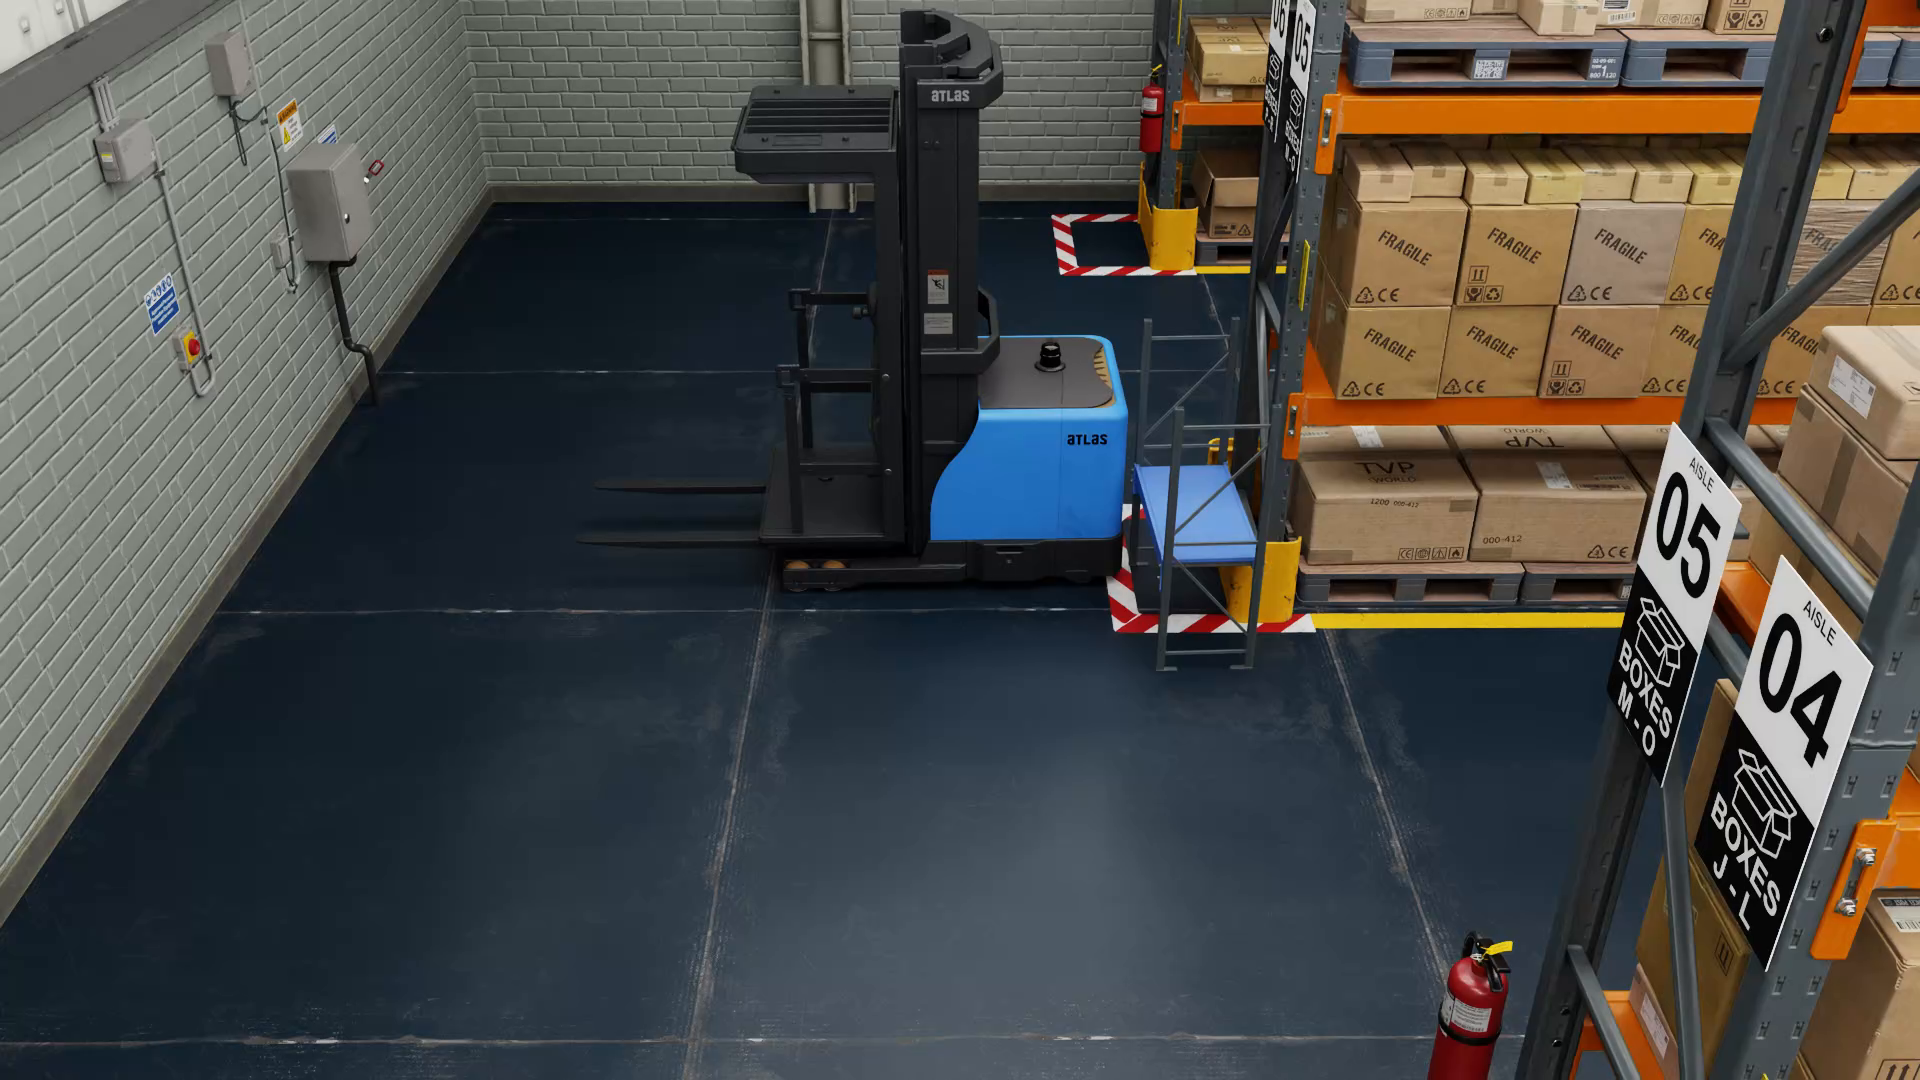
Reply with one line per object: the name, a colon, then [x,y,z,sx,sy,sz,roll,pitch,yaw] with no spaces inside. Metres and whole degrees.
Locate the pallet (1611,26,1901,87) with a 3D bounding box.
pallet: [3.602,-2.399,7.896,1.213,0.211,1.003,0,31,0]

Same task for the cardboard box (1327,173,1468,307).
cardboard box: [2.119,-1.466,8.103,0.500,0.500,0.500,-1,31,-1]

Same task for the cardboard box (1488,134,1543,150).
cardboard box: [2.758,-2.031,8.410,0.250,0.149,0.380,1,31,1]

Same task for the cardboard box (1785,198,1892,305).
cardboard box: [4.150,-1.476,8.120,0.500,0.500,0.500,0,31,0]

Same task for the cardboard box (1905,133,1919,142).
cardboard box: [4.808,-2.004,8.364,0.250,0.149,0.380,-1,31,-1]

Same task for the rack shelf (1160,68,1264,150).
rack shelf: [3.603,-3.415,13.070,4.000,0.370,1.077,0,31,0]

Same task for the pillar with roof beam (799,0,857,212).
pillar with roof beam: [-1.072,-4.507,8.393,0.400,9.000,9.100,0,31,0]

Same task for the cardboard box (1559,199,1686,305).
cardboard box: [3.150,-1.477,8.121,0.500,0.500,0.500,0,31,-1]

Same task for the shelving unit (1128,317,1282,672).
shelving unit: [1.228,-0.243,8.593,0.538,1.500,1.048,-1,31,-2]

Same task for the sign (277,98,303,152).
sign: [-4.075,-2.526,10.114,0.001,0.242,0.339,0,31,0]

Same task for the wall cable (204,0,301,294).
wall cable: [-4.022,-2.282,9.529,0.122,1.984,0.588,0,31,0]

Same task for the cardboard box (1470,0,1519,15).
cardboard box: [2.505,-2.630,7.931,0.250,0.149,0.380,-2,31,-4]

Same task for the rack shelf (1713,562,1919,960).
rack shelf: [3.768,0.444,3.817,4.000,0.370,1.077,0,31,0]

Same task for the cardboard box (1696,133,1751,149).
cardboard box: [3.797,-2.040,8.425,0.250,0.149,0.380,0,31,0]

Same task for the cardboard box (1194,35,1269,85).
cardboard box: [2.059,-3.641,12.607,0.500,0.250,0.500,0,31,0]

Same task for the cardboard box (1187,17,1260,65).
cardboard box: [2.062,-3.919,13.064,0.500,0.250,0.500,1,31,1]

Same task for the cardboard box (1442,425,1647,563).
cardboard box: [3.211,-0.287,9.286,0.875,0.438,0.875,1,31,1]

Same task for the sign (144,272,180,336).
sign: [-4.062,-1.202,8.468,0.001,0.218,0.327,0,31,0]

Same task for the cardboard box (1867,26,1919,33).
cardboard box: [4.289,-2.682,7.676,0.637,0.503,0.797,2,31,4]

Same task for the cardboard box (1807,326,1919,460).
cardboard box: [2.099,-0.330,3.678,0.250,0.149,0.380,0,31,-1]

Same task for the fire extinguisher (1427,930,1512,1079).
fire extinguisher: [1.513,1.379,4.908,0.183,0.674,0.296,0,31,0]

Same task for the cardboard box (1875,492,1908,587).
cardboard box: [2.218,0.127,3.309,0.500,0.250,0.500,0,31,0]

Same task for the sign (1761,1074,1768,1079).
sign: [1.771,1.337,3.709,0.005,0.325,0.100,0,31,0]

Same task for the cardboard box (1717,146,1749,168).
cardboard box: [3.806,-1.756,7.956,0.250,0.149,0.380,0,31,0]

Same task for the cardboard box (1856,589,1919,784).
cardboard box: [2.218,0.338,3.442,0.500,0.250,0.500,1,31,1]

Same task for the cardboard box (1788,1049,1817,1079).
cardboard box: [2.219,1.398,4.061,0.500,0.500,0.500,1,31,2]

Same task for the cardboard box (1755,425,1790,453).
cardboard box: [5.008,-0.292,9.294,0.875,0.438,0.875,-1,31,-1]

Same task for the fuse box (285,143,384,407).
fuse box: [-3.868,-1.651,10.711,0.414,1.711,0.539,0,31,0]

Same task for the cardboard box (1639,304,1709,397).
cardboard box: [3.634,-1.056,8.391,0.500,0.500,0.500,1,31,1]

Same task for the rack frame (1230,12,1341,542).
rack frame: [1.637,-1.142,8.629,0.127,3.000,1.000,0,31,0]

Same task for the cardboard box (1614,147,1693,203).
cardboard box: [3.291,-1.743,7.935,0.250,0.149,0.380,0,31,0]

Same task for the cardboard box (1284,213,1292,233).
cardboard box: [2.641,-2.611,13.394,0.250,0.149,0.380,-1,31,-2]

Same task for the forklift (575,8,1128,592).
forklift: [-0.624,-1.246,8.867,3.031,2.935,1.130,-1,31,-1]

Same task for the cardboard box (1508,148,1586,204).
cardboard box: [2.779,-1.736,7.923,0.250,0.149,0.380,-1,31,-2]

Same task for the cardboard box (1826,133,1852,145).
cardboard box: [4.293,-2.049,8.439,0.250,0.149,0.380,-1,31,-2]

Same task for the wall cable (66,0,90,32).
wall cable: [-4.049,-3.543,6.803,0.029,3.000,0.463,0,31,0]

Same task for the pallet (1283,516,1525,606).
pallet: [2.436,0.007,9.424,1.213,0.211,1.003,0,31,0]

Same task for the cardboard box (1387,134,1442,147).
cardboard box: [2.248,-2.008,8.371,0.250,0.149,0.380,0,31,1]

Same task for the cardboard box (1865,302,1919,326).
cardboard box: [4.660,-1.058,8.396,0.500,0.500,0.500,-1,31,-2]

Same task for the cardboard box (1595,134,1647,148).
cardboard box: [3.270,-2.027,8.402,0.250,0.149,0.380,1,31,1]

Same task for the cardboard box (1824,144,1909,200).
cardboard box: [4.314,-1.766,7.972,0.250,0.149,0.380,0,31,-1]

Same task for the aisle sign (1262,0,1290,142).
aisle sign: [1.563,-2.414,8.220,0.004,0.787,0.394,0,31,0]

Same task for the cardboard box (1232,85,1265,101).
cardboard box: [2.188,-3.493,12.746,0.250,0.149,0.380,1,31,1]

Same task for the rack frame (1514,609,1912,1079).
rack frame: [1.768,1.426,4.398,0.127,3.000,1.000,0,31,0]

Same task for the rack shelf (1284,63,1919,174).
rack shelf: [3.637,-2.123,8.048,4.000,0.370,1.077,0,31,0]

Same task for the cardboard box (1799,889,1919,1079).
cardboard box: [2.218,0.964,3.811,0.500,0.500,0.500,0,31,-1]

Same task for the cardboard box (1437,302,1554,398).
cardboard box: [2.624,-1.053,8.387,0.500,0.500,0.500,-1,31,-1]

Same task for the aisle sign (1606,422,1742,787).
aisle sign: [1.693,0.159,3.980,0.004,0.787,0.394,0,31,0]

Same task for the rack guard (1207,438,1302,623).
rack guard: [1.613,-0.073,9.277,0.348,0.500,1.175,0,31,0]

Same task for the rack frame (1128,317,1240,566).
rack frame: [1.204,-0.506,9.027,0.500,1.500,0.032,-1,31,-2]

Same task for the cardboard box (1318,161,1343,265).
cardboard box: [2.118,-1.737,8.550,0.500,0.500,0.500,1,31,1]

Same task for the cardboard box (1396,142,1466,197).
cardboard box: [2.255,-1.785,8.003,0.250,0.149,0.380,1,31,1]

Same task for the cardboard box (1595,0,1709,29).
cardboard box: [3.134,-2.587,7.704,0.500,0.311,0.500,0,31,1]
